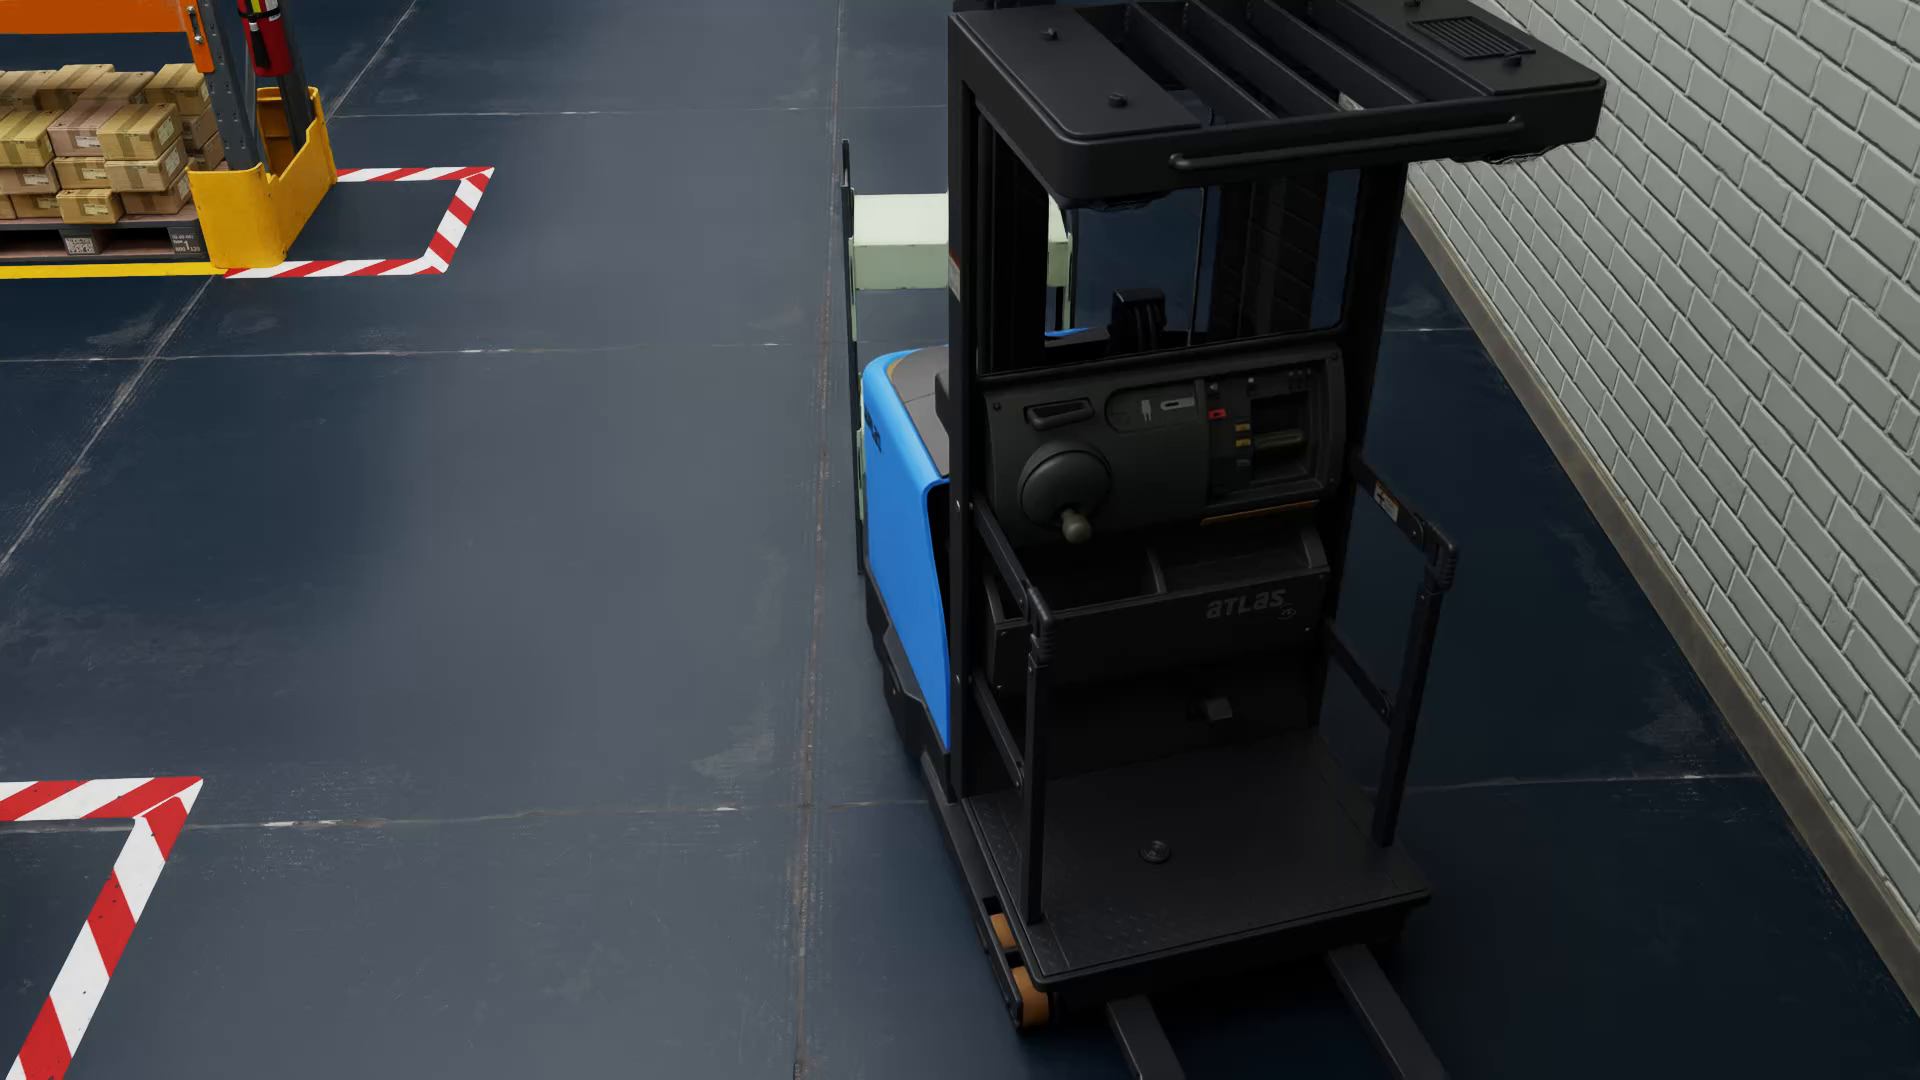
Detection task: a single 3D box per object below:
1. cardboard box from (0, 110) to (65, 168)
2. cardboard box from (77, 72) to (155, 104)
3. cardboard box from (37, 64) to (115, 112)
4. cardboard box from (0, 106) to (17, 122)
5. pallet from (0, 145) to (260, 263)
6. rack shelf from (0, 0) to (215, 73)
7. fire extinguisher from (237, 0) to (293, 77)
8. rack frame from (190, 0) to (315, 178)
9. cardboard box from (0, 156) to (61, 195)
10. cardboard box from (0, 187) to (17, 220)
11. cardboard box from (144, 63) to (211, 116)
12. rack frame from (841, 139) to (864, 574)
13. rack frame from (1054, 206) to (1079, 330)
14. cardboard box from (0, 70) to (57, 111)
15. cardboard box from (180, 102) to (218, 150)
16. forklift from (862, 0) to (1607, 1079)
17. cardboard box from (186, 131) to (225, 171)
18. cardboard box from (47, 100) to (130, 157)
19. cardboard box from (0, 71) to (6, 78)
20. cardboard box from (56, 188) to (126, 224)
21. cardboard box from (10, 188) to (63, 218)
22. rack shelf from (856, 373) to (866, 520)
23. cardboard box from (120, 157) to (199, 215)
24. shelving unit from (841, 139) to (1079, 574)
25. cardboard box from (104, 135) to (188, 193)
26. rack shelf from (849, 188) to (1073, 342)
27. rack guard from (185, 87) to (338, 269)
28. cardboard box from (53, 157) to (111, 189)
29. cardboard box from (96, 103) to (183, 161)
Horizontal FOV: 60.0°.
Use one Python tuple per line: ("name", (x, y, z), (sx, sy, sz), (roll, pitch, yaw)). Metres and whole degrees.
("cardboard box", (-4.499, -1.937, 8.026), (0.250, 0.149, 0.380), (-2, 35, -3))
("cardboard box", (-4.284, -2.252, 8.481), (0.250, 0.149, 0.380), (-1, 35, -1))
("cardboard box", (-4.542, -2.318, 8.577), (0.250, 0.149, 0.380), (-2, 35, -2))
("cardboard box", (-4.760, -1.966, 8.068), (0.250, 0.149, 0.380), (-3, 35, -4))
("pallet", (-4.364, -1.753, 8.598), (1.213, 0.211, 1.003), (-2, 35, -2))
("rack shelf", (-5.473, -2.554, 7.937), (4.000, 0.370, 1.077), (-2, 35, -2))
("fire extinguisher", (-3.202, -2.463, 7.569), (0.183, 0.674, 0.296), (-2, 35, -2))
("rack frame", (-3.475, -2.904, 7.810), (0.127, 3.000, 1.000), (-2, 35, -2))
("cardboard box", (-4.508, -1.835, 8.140), (0.250, 0.149, 0.380), (-3, 35, -4))
("cardboard box", (-4.757, -1.735, 8.257), (0.250, 0.149, 0.380), (-1, 35, -2))
("cardboard box", (-4.015, -2.328, 8.591), (0.250, 0.149, 0.380), (-3, 35, -4))
("rack frame", (-0.372, -0.607, 5.809), (0.023, 1.500, 0.400), (-2, 35, -2))
("rack frame", (0.359, -0.626, 5.837), (0.023, 1.500, 0.400), (-2, 35, -2))
("cardboard box", (-4.786, -2.264, 8.499), (0.250, 0.149, 0.380), (-3, 35, -5))
("cardboard box", (-4.011, -2.158, 8.607), (0.250, 0.149, 0.380), (0, 35, 0))
("forklift", (0.579, -0.172, 3.923), (1.130, 2.935, 3.031), (-9, 36, -13))
("cardboard box", (-4.014, -2.072, 8.744), (0.250, 0.149, 0.380), (-1, 35, -1))
("cardboard box", (-4.246, -2.016, 8.141), (0.250, 0.149, 0.380), (-1, 35, -1))
("cardboard box", (-5.063, -2.262, 8.496), (0.250, 0.149, 0.380), (0, 35, 0))
("cardboard box", (-4.243, -1.707, 8.217), (0.250, 0.149, 0.380), (-1, 35, -1))
("cardboard box", (-4.511, -1.749, 8.277), (0.250, 0.149, 0.380), (-2, 35, -2))
("rack shelf", (-0.007, -0.348, 6.008), (0.720, 0.370, 0.431), (-2, 35, -2))
("cardboard box", (-3.991, -1.771, 8.310), (0.250, 0.149, 0.380), (-1, 35, -1))
("shelving unit", (-0.007, -0.617, 5.823), (0.755, 1.500, 0.431), (-2, 35, -2))
("cardboard box", (-3.989, -1.850, 8.162), (0.250, 0.149, 0.380), (-2, 35, -4))
("rack shelf", (-0.007, -0.937, 5.601), (0.720, 0.370, 0.431), (-2, 35, -2))
("rack guard", (-3.551, -1.874, 8.518), (0.348, 0.500, 1.175), (-2, 35, -2))
("cardboard box", (-4.253, -1.873, 8.196), (0.250, 0.149, 0.380), (-2, 35, -3))
("cardboard box", (-3.992, -1.990, 8.103), (0.250, 0.149, 0.380), (-1, 35, -2))
